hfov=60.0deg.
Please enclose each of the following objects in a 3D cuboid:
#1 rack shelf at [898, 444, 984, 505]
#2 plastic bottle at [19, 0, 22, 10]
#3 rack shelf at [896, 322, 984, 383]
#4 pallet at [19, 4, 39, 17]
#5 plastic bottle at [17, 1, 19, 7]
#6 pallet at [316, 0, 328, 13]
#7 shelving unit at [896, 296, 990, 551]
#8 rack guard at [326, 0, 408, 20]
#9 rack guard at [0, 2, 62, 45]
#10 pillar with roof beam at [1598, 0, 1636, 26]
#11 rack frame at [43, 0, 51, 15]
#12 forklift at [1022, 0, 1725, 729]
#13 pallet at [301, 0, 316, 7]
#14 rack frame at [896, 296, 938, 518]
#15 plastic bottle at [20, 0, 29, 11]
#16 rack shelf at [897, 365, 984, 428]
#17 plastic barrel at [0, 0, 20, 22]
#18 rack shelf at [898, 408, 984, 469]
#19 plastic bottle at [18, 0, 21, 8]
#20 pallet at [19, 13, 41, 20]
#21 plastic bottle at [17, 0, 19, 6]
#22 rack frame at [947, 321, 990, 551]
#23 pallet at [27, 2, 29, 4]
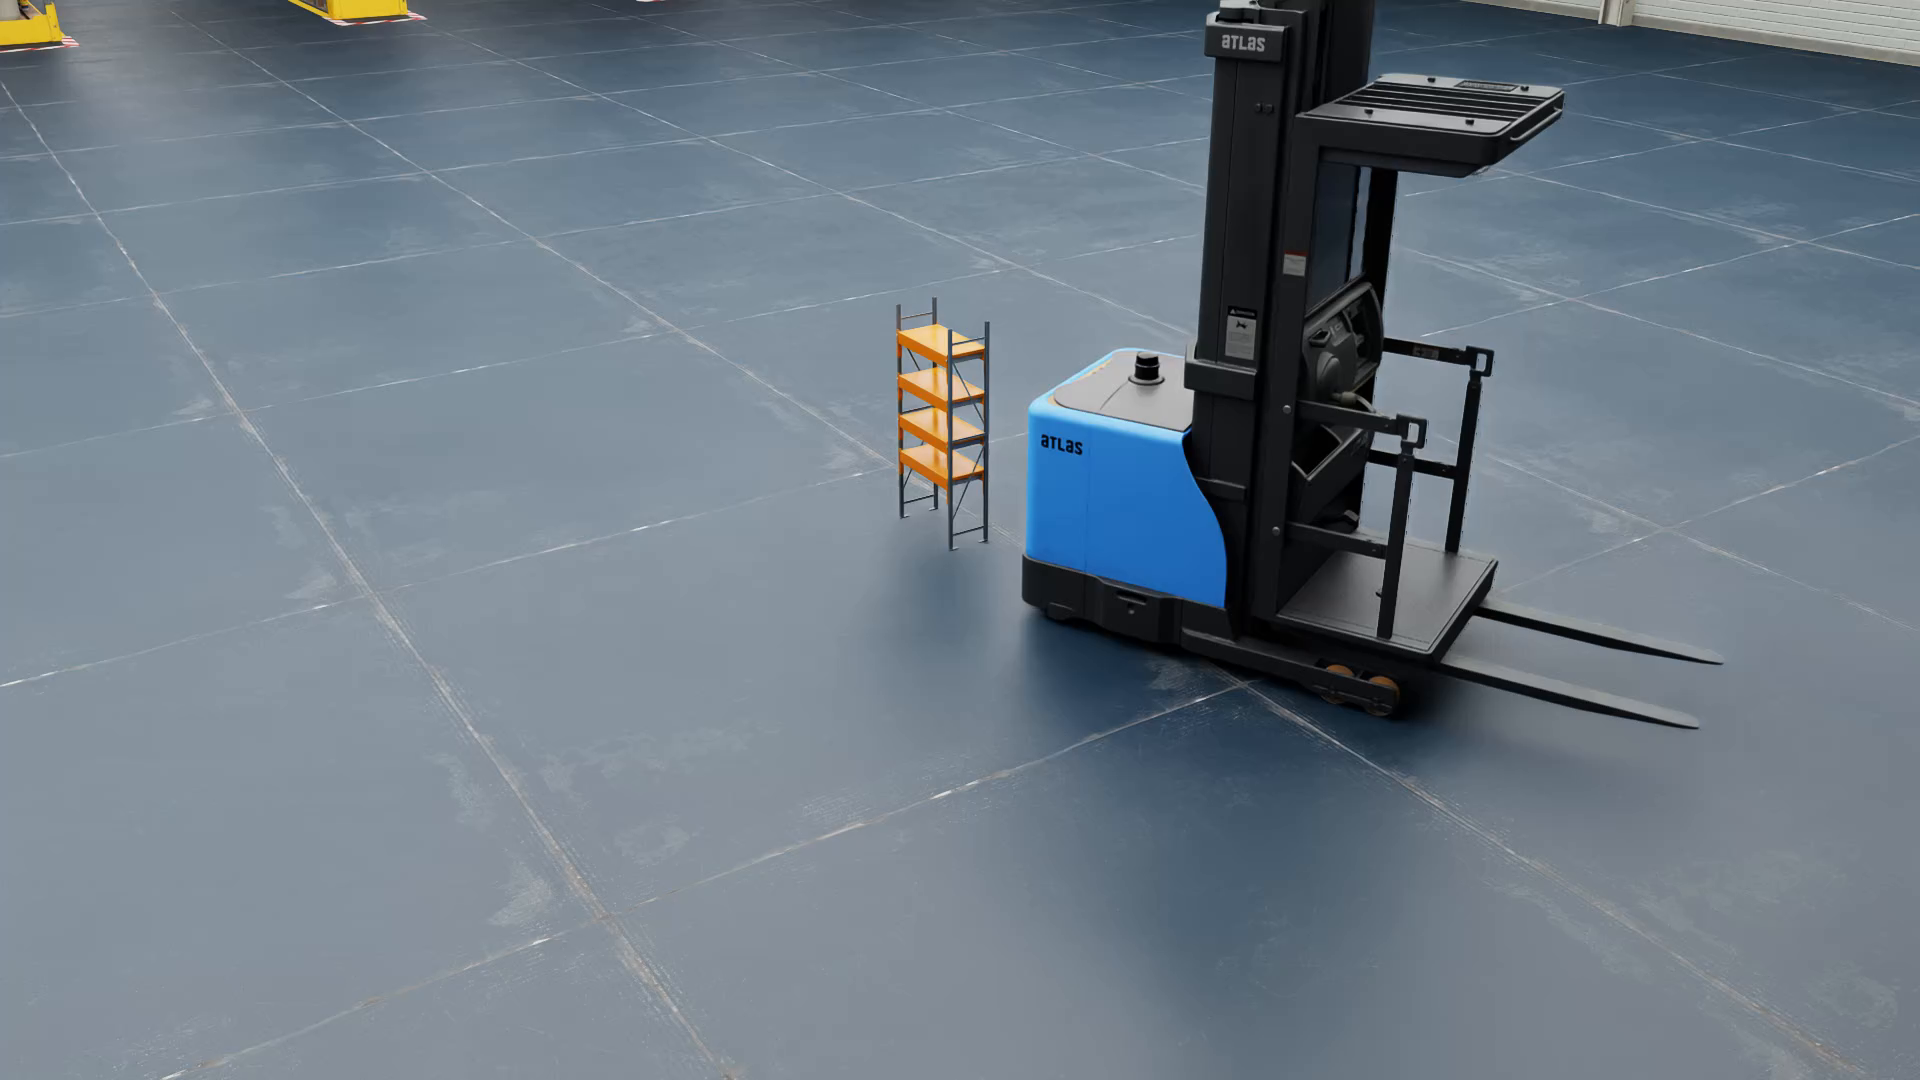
[{"bbox_3d":[-0.090,-0.361,8.733,0.258,0.148,0.480,-16,29,-30],"label":"rack shelf"},{"bbox_3d":[-14.266,-8.180,25.326,0.097,0.201,0.097,0,25,0],"label":"plastic bottle"},{"bbox_3d":[-0.090,-0.957,8.452,0.258,0.148,0.480,-16,29,-30],"label":"rack shelf"},{"bbox_3d":[-14.662,-7.971,25.388,1.003,0.211,1.213,-16,29,-30],"label":"pallet"},{"bbox_3d":[-14.505,-8.336,25.658,0.097,0.201,0.097,0,25,0],"label":"plastic bottle"},{"bbox_3d":[-9.786,-8.707,26.947,1.003,0.211,1.213,-16,29,-30],"label":"pallet"},{"bbox_3d":[-0.090,-0.602,8.619,0.258,1.200,0.503,-16,29,-30],"label":"shelving unit"},{"bbox_3d":[-9.372,-8.539,26.253,1.175,0.500,0.348,-16,29,-30],"label":"rack guard"},{"bbox_3d":[-13.561,-7.374,23.784,1.175,0.500,0.348,-16,29,-30],"label":"rack guard"},{"bbox_3d":[6.448,-10.986,21.481,9.100,9.000,0.400,-16,29,-30],"label":"pillar with roof beam"},{"bbox_3d":[-13.480,-8.488,23.216,1.000,3.000,0.127,-16,29,-30],"label":"rack frame"},{"bbox_3d":[1.824,-0.828,7.071,3.031,2.935,1.130,14,29,28],"label":"forklift"},{"bbox_3d":[-10.448,-9.143,27.871,1.003,0.211,1.213,-16,29,-30],"label":"pallet"},{"bbox_3d":[-0.224,-0.689,8.804,0.240,1.200,0.015,-16,29,-30],"label":"rack frame"},{"bbox_3d":[-14.209,-8.174,25.233,0.097,0.271,0.097,0,25,0],"label":"plastic bottle"},{"bbox_3d":[-0.090,-0.743,8.552,0.258,0.148,0.480,-16,29,-30],"label":"rack shelf"},{"bbox_3d":[-13.904,-7.770,24.119,0.421,0.512,0.421,0,25,0],"label":"plastic barrel"},{"bbox_3d":[-0.090,-0.541,8.648,0.258,0.148,0.480,-16,29,-30],"label":"rack shelf"},{"bbox_3d":[-14.396,-8.297,25.492,0.097,0.271,0.097,0,25,0],"label":"plastic bottle"},{"bbox_3d":[-14.000,-7.535,24.464,1.003,0.211,1.213,-16,29,-30],"label":"pallet"},{"bbox_3d":[-14.451,-8.333,25.568,0.097,0.271,0.097,0,25,0],"label":"plastic bottle"},{"bbox_3d":[0.043,-0.515,8.434,0.240,1.200,0.015,-16,29,-30],"label":"rack frame"},{"bbox_3d":[-15.332,-8.408,26.313,1.003,0.211,1.213,-16,29,-30],"label":"pallet"}]
